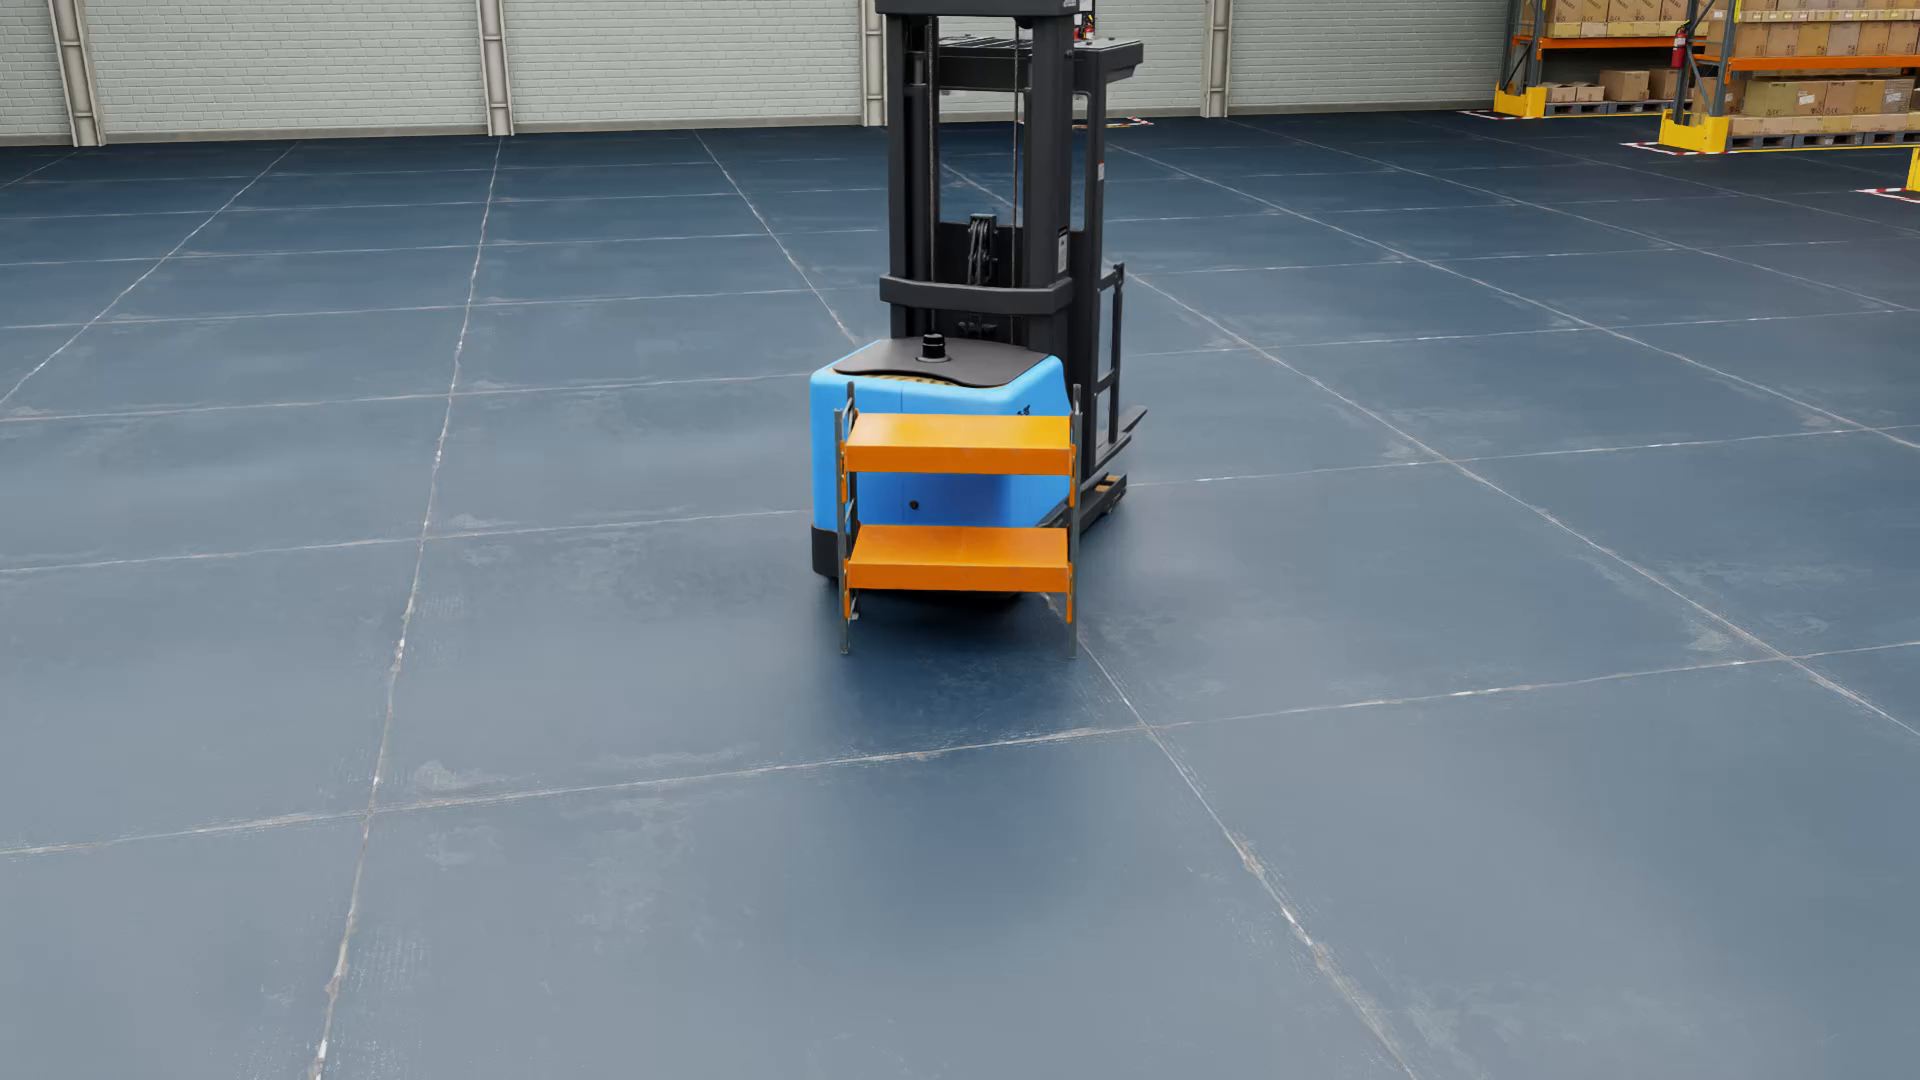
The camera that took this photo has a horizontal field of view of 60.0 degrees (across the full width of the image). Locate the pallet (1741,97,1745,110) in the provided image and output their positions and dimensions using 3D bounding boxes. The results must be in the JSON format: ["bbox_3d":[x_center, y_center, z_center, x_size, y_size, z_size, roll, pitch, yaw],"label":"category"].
[{"bbox_3d":[14.418,-7.986,30.308,1.213,0.211,1.003,-5,21,-12],"label":"pallet"}]

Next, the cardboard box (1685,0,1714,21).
[{"bbox_3d":[12.787,-9.342,29.054,0.500,0.500,0.500,-5,21,-13],"label":"cardboard box"}]

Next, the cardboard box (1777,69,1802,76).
[{"bbox_3d":[14.864,-8.387,30.345,0.500,0.500,0.700,-5,21,-14],"label":"cardboard box"}]

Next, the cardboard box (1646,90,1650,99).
[{"bbox_3d":[12.099,-7.981,29.746,0.250,0.149,0.380,-6,21,-17],"label":"cardboard box"}]

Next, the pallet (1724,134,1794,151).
[{"bbox_3d":[11.646,-6.024,24.952,1.213,0.211,1.003,-5,21,-12],"label":"pallet"}]

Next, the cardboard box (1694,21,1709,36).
[{"bbox_3d":[12.783,-8.996,29.201,0.500,0.250,0.500,-5,21,-12],"label":"cardboard box"}]

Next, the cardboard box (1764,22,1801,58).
[{"bbox_3d":[11.879,-7.381,24.458,0.500,0.500,0.700,-4,21,-11],"label":"cardboard box"}]

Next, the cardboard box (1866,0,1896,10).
[{"bbox_3d":[13.395,-8.114,24.573,0.500,0.500,0.700,-5,21,-12],"label":"cardboard box"}]

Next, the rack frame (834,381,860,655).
[{"bbox_3d":[-0.504,-0.103,7.461,0.032,1.125,0.500,1,20,3],"label":"rack frame"}]

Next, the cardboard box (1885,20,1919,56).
[{"bbox_3d":[13.862,-7.541,24.894,0.500,0.500,0.700,-5,21,-13],"label":"cardboard box"}]

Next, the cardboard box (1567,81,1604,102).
[{"bbox_3d":[11.017,-7.930,29.371,0.500,0.311,0.500,-3,20,-8],"label":"cardboard box"}]

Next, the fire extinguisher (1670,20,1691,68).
[{"bbox_3d":[10.689,-7.368,24.681,0.183,0.674,0.296,-5,21,-12],"label":"fire extinguisher"}]

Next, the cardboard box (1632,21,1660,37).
[{"bbox_3d":[11.807,-8.911,28.969,0.500,0.250,0.500,-4,21,-12],"label":"cardboard box"}]

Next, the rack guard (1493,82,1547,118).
[{"bbox_3d":[9.842,-7.749,29.241,0.348,0.500,1.175,-5,21,-12],"label":"rack guard"}]

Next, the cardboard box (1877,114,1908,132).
[{"bbox_3d":[13.914,-6.335,25.134,0.500,0.250,0.500,-5,21,-12],"label":"cardboard box"}]

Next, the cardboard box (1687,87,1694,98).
[{"bbox_3d":[13.147,-8.057,29.927,0.250,0.166,0.380,-7,21,-20],"label":"cardboard box"}]

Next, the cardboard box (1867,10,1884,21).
[{"bbox_3d":[13.353,-7.733,24.476,0.250,0.149,0.380,-4,21,-11],"label":"cardboard box"}]

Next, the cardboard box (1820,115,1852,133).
[{"bbox_3d":[12.945,-6.251,24.904,0.500,0.250,0.500,-5,21,-12],"label":"cardboard box"}]

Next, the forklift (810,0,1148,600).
[{"bbox_3d":[0.295,-1.562,8.819,1.130,2.935,3.031,8,22,21],"label":"forklift"}]

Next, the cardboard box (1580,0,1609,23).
[{"bbox_3d":[10.785,-9.180,28.614,0.500,0.500,0.500,-5,21,-12],"label":"cardboard box"}]

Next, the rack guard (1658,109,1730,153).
[{"bbox_3d":[10.888,-6.083,24.693,0.348,0.500,1.175,-5,21,-12],"label":"rack guard"}]

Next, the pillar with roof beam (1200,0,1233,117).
[{"bbox_3d":[5.402,-10.162,23.474,0.400,9.000,9.100,-5,21,-12],"label":"pillar with roof beam"}]

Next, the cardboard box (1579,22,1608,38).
[{"bbox_3d":[10.818,-8.833,28.757,0.500,0.250,0.500,-5,21,-14],"label":"cardboard box"}]

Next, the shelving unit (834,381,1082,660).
[{"bbox_3d":[0.004,-0.094,7.435,1.048,1.125,0.538,1,20,3],"label":"shelving unit"}]

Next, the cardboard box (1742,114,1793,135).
[{"bbox_3d":[11.970,-6.173,24.693,0.500,0.250,0.500,-5,21,-12],"label":"cardboard box"}]

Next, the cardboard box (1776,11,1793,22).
[{"bbox_3d":[11.842,-7.610,24.140,0.250,0.149,0.380,-5,21,-12],"label":"cardboard box"}]

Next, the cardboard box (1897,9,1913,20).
[{"bbox_3d":[13.838,-7.772,24.581,0.250,0.149,0.380,-5,21,-13],"label":"cardboard box"}]

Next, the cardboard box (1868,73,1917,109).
[{"bbox_3d":[14.281,-6.901,25.590,0.500,0.500,0.500,-5,21,-12],"label":"cardboard box"}]

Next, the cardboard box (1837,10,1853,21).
[{"bbox_3d":[12.839,-7.690,24.359,0.250,0.149,0.380,-4,21,-12],"label":"cardboard box"}]

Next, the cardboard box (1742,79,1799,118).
[{"bbox_3d":[11.971,-6.525,24.563,0.500,0.500,0.500,-5,21,-12],"label":"cardboard box"}]

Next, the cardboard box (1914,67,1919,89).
[{"bbox_3d":[18.299,-8.752,30.859,0.750,0.750,0.750,-5,21,-13],"label":"cardboard box"}]

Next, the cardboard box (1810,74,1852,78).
[{"bbox_3d":[13.308,-6.822,25.374,0.500,0.500,0.500,-5,21,-12],"label":"cardboard box"}]

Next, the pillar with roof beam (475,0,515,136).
[{"bbox_3d":[-6.276,-9.212,20.881,0.400,9.000,9.100,-5,21,-12],"label":"pillar with roof beam"}]

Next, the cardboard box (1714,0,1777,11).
[{"bbox_3d":[11.420,-7.951,24.129,0.500,0.500,0.700,-5,21,-12],"label":"cardboard box"}]

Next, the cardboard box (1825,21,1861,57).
[{"bbox_3d":[12.875,-7.461,24.677,0.500,0.500,0.700,-4,21,-11],"label":"cardboard box"}]

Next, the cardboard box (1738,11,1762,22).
[{"bbox_3d":[11.343,-7.569,24.028,0.250,0.149,0.380,-5,21,-13],"label":"cardboard box"}]

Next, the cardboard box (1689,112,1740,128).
[{"bbox_3d":[11.365,-6.306,25.055,0.500,0.250,0.500,-5,21,-12],"label":"cardboard box"}]

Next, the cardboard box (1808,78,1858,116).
[{"bbox_3d":[12.945,-6.602,24.774,0.500,0.500,0.500,-5,21,-12],"label":"cardboard box"}]

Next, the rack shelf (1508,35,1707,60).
[{"bbox_3d":[11.714,-8.737,29.350,4.000,0.370,1.077,-5,21,-12],"label":"rack shelf"}]

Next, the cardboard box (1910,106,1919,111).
[{"bbox_3d":[15.141,-6.611,25.888,0.500,0.250,0.500,-5,21,-13],"label":"cardboard box"}]

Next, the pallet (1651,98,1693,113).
[{"bbox_3d":[13.015,-7.859,29.961,1.213,0.211,1.003,-5,21,-12],"label":"pallet"}]

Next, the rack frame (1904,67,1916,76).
[{"bbox_3d":[14.804,-7.575,25.133,0.127,3.000,1.000,-5,21,-12],"label":"rack frame"}]

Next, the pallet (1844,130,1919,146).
[{"bbox_3d":[14.020,-6.217,25.479,1.213,0.211,1.003,-5,21,-12],"label":"pallet"}]

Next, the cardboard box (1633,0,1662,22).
[{"bbox_3d":[11.789,-9.264,28.842,0.500,0.500,0.500,-4,20,-11],"label":"cardboard box"}]

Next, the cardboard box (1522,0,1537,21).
[{"bbox_3d":[10.178,-9.316,28.984,0.500,0.500,0.500,-5,21,-13],"label":"cardboard box"}]

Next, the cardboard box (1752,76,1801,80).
[{"bbox_3d":[12.335,-6.743,25.157,0.500,0.500,0.500,-5,21,-12],"label":"cardboard box"}]

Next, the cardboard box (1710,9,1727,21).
[{"bbox_3d":[11.239,-7.704,24.396,0.250,0.149,0.380,-5,21,-13],"label":"cardboard box"}]

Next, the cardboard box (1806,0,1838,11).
[{"bbox_3d":[12.421,-8.035,24.357,0.500,0.500,0.700,-5,21,-12],"label":"cardboard box"}]

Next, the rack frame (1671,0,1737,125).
[{"bbox_3d":[10.911,-7.258,24.268,0.127,3.000,1.000,-5,21,-12],"label":"rack frame"}]

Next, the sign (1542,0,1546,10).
[{"bbox_3d":[9.893,-9.141,28.150,0.005,0.325,0.100,-5,21,-12],"label":"sign"}]

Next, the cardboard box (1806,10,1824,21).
[{"bbox_3d":[12.347,-7.651,24.252,0.250,0.149,0.380,-5,21,-14],"label":"cardboard box"}]

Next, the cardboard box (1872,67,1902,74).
[{"bbox_3d":[16.864,-8.508,30.674,0.500,0.500,0.700,-4,21,-12],"label":"cardboard box"}]

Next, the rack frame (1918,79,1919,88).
[{"bbox_3d":[17.553,-9.549,30.523,0.127,3.000,1.000,-5,21,-12],"label":"rack frame"}]

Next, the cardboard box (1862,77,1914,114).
[{"bbox_3d":[13.914,-6.688,25.007,0.500,0.500,0.500,-5,21,-12],"label":"cardboard box"}]

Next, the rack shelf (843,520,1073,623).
[{"bbox_3d":[0.004,0.136,7.519,1.000,0.278,0.538,1,20,3],"label":"rack shelf"}]

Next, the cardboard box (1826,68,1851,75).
[{"bbox_3d":[15.859,-8.457,30.536,0.500,0.500,0.700,-5,21,-13],"label":"cardboard box"}]
